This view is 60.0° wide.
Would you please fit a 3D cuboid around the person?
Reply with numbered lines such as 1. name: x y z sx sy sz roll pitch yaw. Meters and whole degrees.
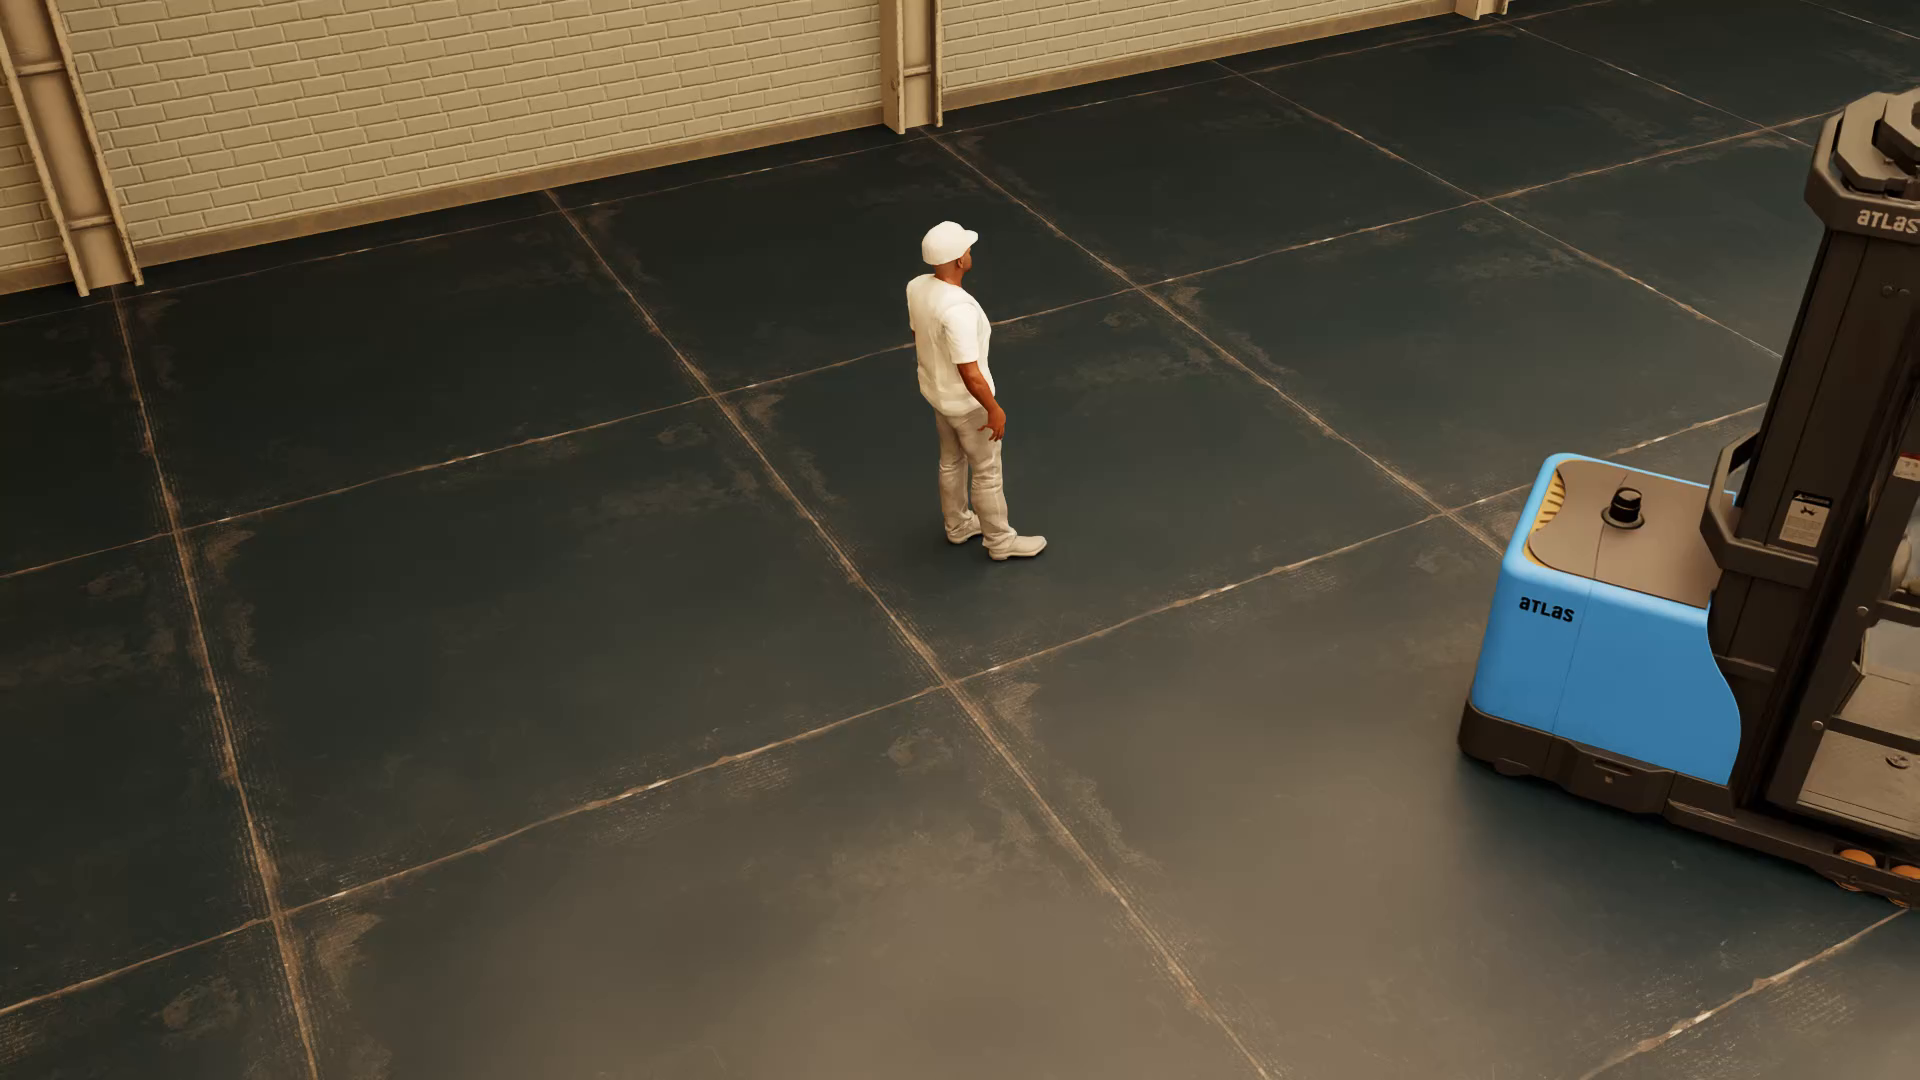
1. person: 0.065 -0.743 8.171 0.575 1.768 0.665 -17 39 -23

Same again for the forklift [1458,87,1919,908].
1. forklift: 3.732 -0.091 6.252 3.031 2.935 1.130 17 38 22
